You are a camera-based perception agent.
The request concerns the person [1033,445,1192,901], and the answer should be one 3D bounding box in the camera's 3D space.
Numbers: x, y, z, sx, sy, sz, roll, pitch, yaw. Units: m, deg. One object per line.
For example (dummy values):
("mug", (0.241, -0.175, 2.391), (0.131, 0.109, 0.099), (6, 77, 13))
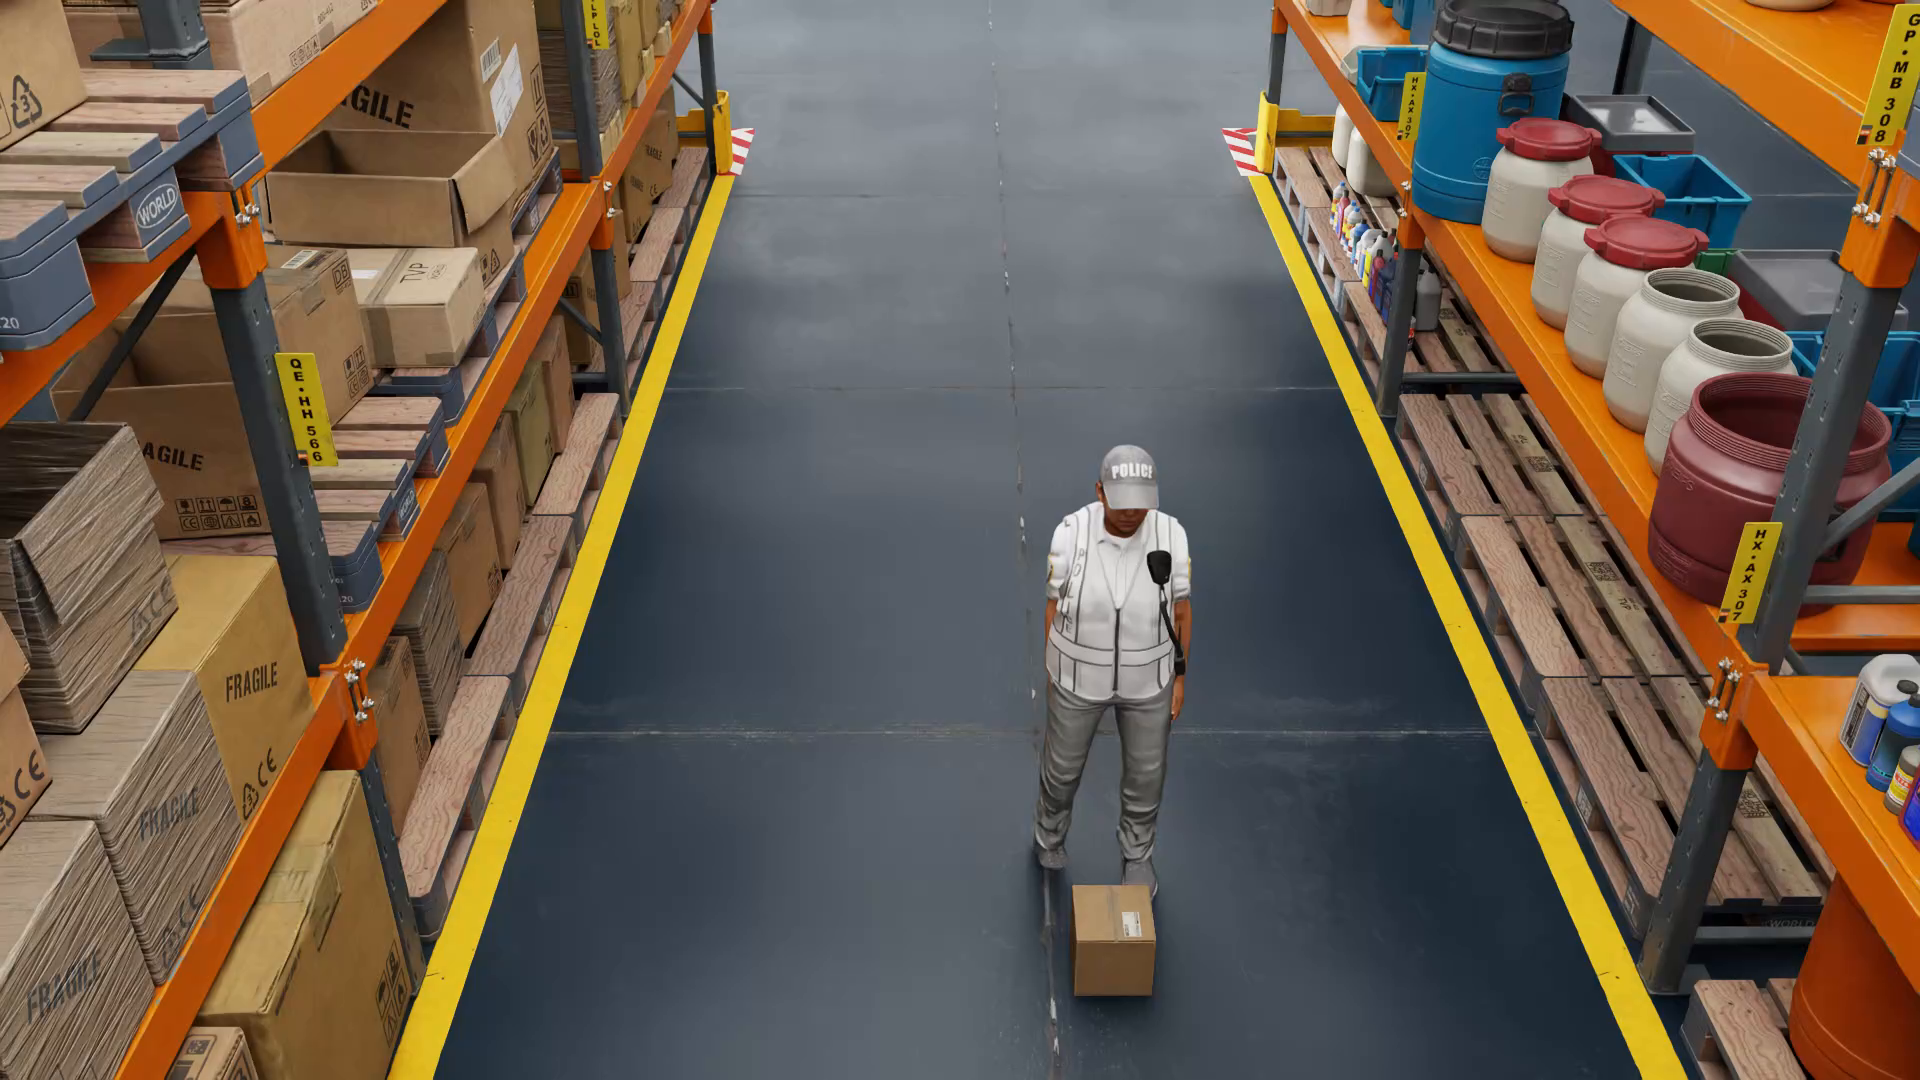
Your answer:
("person", (0.500, 0.473, 5.428), (0.485, 1.721, 0.386), (0, 32, 1))
